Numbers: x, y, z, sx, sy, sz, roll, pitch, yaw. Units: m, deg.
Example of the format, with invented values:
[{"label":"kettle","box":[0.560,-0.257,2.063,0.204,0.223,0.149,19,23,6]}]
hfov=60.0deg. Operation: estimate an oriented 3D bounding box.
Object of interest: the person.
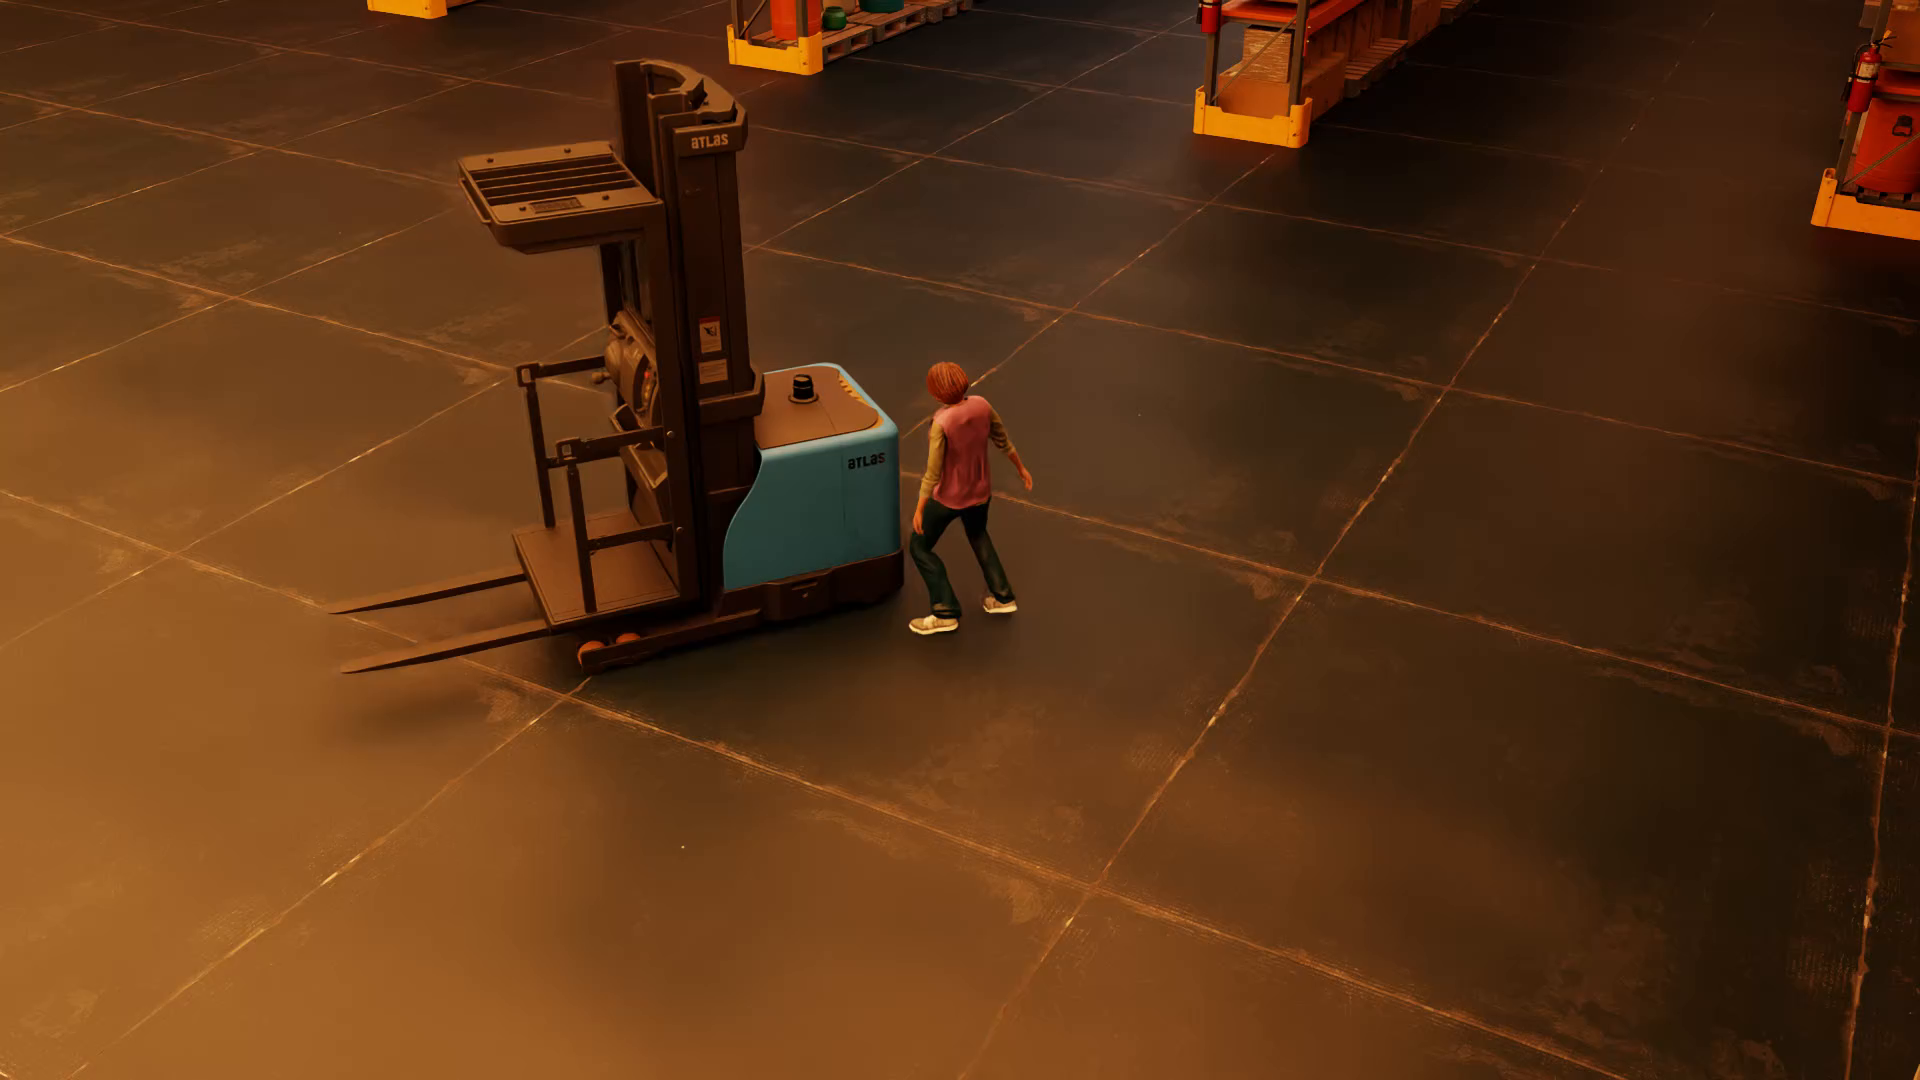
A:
[{"label":"person","box":[0.069,-0.242,8.907,0.747,1.527,0.441,-20,35,-30]}]

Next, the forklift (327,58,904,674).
[{"label":"forklift","box":[-1.879,-0.867,8.574,3.031,2.935,1.130,-13,32,-21]}]
